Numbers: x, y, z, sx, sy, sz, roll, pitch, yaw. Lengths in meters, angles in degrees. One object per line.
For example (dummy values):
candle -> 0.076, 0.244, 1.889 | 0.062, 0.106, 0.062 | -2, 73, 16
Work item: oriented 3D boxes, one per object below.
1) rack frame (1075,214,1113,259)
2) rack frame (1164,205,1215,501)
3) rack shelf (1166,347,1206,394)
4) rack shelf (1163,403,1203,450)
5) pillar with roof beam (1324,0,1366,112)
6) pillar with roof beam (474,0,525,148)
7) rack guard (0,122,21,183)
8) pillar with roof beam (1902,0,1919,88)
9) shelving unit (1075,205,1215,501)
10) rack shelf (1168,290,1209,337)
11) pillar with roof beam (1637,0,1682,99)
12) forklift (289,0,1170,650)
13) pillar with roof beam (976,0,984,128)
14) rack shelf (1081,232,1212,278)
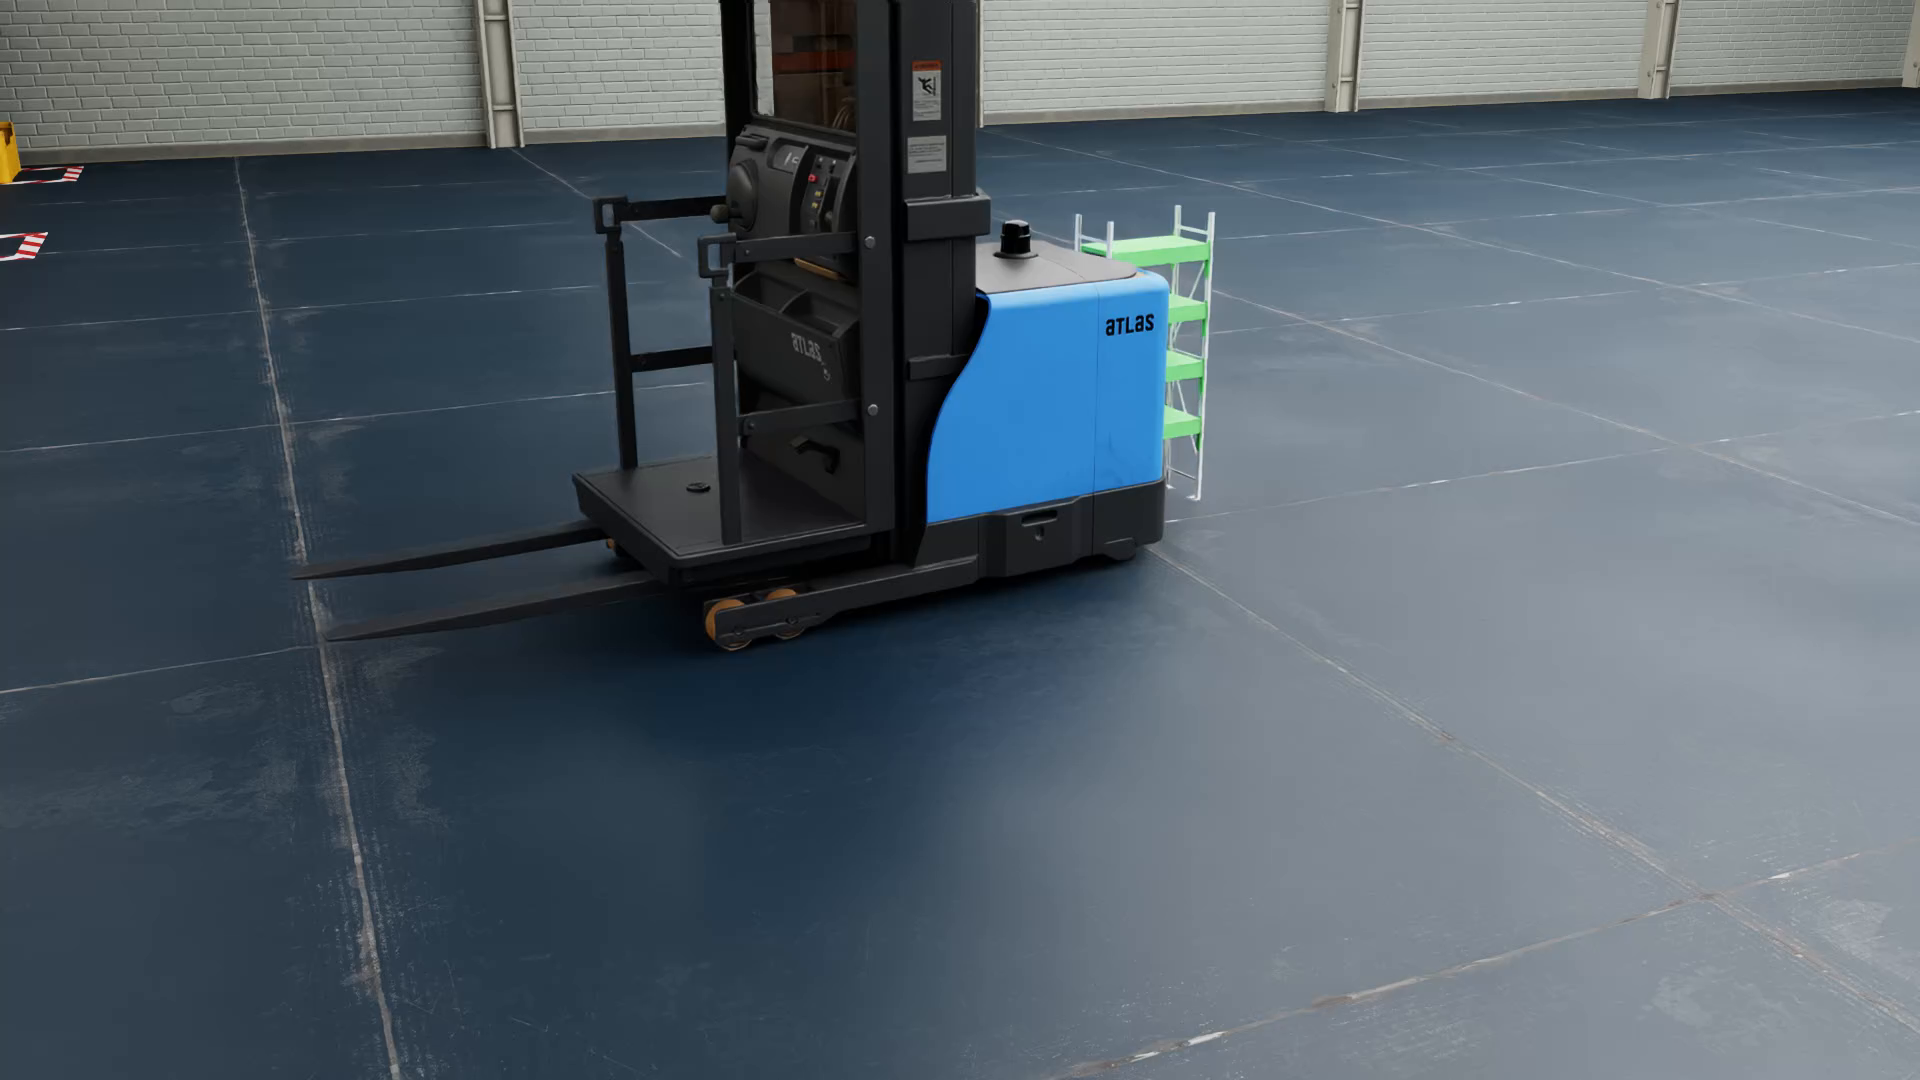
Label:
rack frame -> 0.522, -0.685, 6.661 | 0.015, 1.200, 0.240 | -11, 22, -28
rack frame -> 0.944, -0.766, 6.891 | 0.015, 1.200, 0.240 | -11, 22, -28
rack shelf -> 0.733, -0.665, 6.797 | 0.480, 0.148, 0.258 | -11, 22, -28
rack shelf -> 0.733, -0.439, 6.877 | 0.480, 0.148, 0.258 | -11, 22, -28
pillar with roof beam -> 7.286, -9.225, 19.173 | 0.400, 9.000, 9.100 | -8, 21, -22
pillar with roof beam -> -3.733, -7.646, 14.689 | 0.400, 9.000, 9.100 | -8, 21, -22
rack guard -> -9.929, -3.981, 17.076 | 0.348, 0.500, 1.175 | -8, 21, -22
pillar with roof beam -> 18.304, -10.804, 23.656 | 0.400, 9.000, 9.100 | -8, 21, -22
shelving unit -> 0.733, -0.725, 6.776 | 0.503, 1.200, 0.258 | -11, 22, -28
rack shelf -> 0.733, -0.892, 6.717 | 0.480, 0.148, 0.258 | -11, 22, -28
pillar with roof beam -> 12.795, -10.014, 21.414 | 0.400, 9.000, 9.100 | -8, 21, -22
forklift -> -0.759, -1.218, 5.569 | 3.031, 2.935, 1.130 | -11, 22, -28
pillar with roof beam -> 1.777, -8.436, 16.931 | 0.400, 9.000, 9.100 | -8, 21, -22
rack shelf -> 0.733, -1.118, 6.637 | 0.480, 0.148, 0.258 | -11, 22, -28
